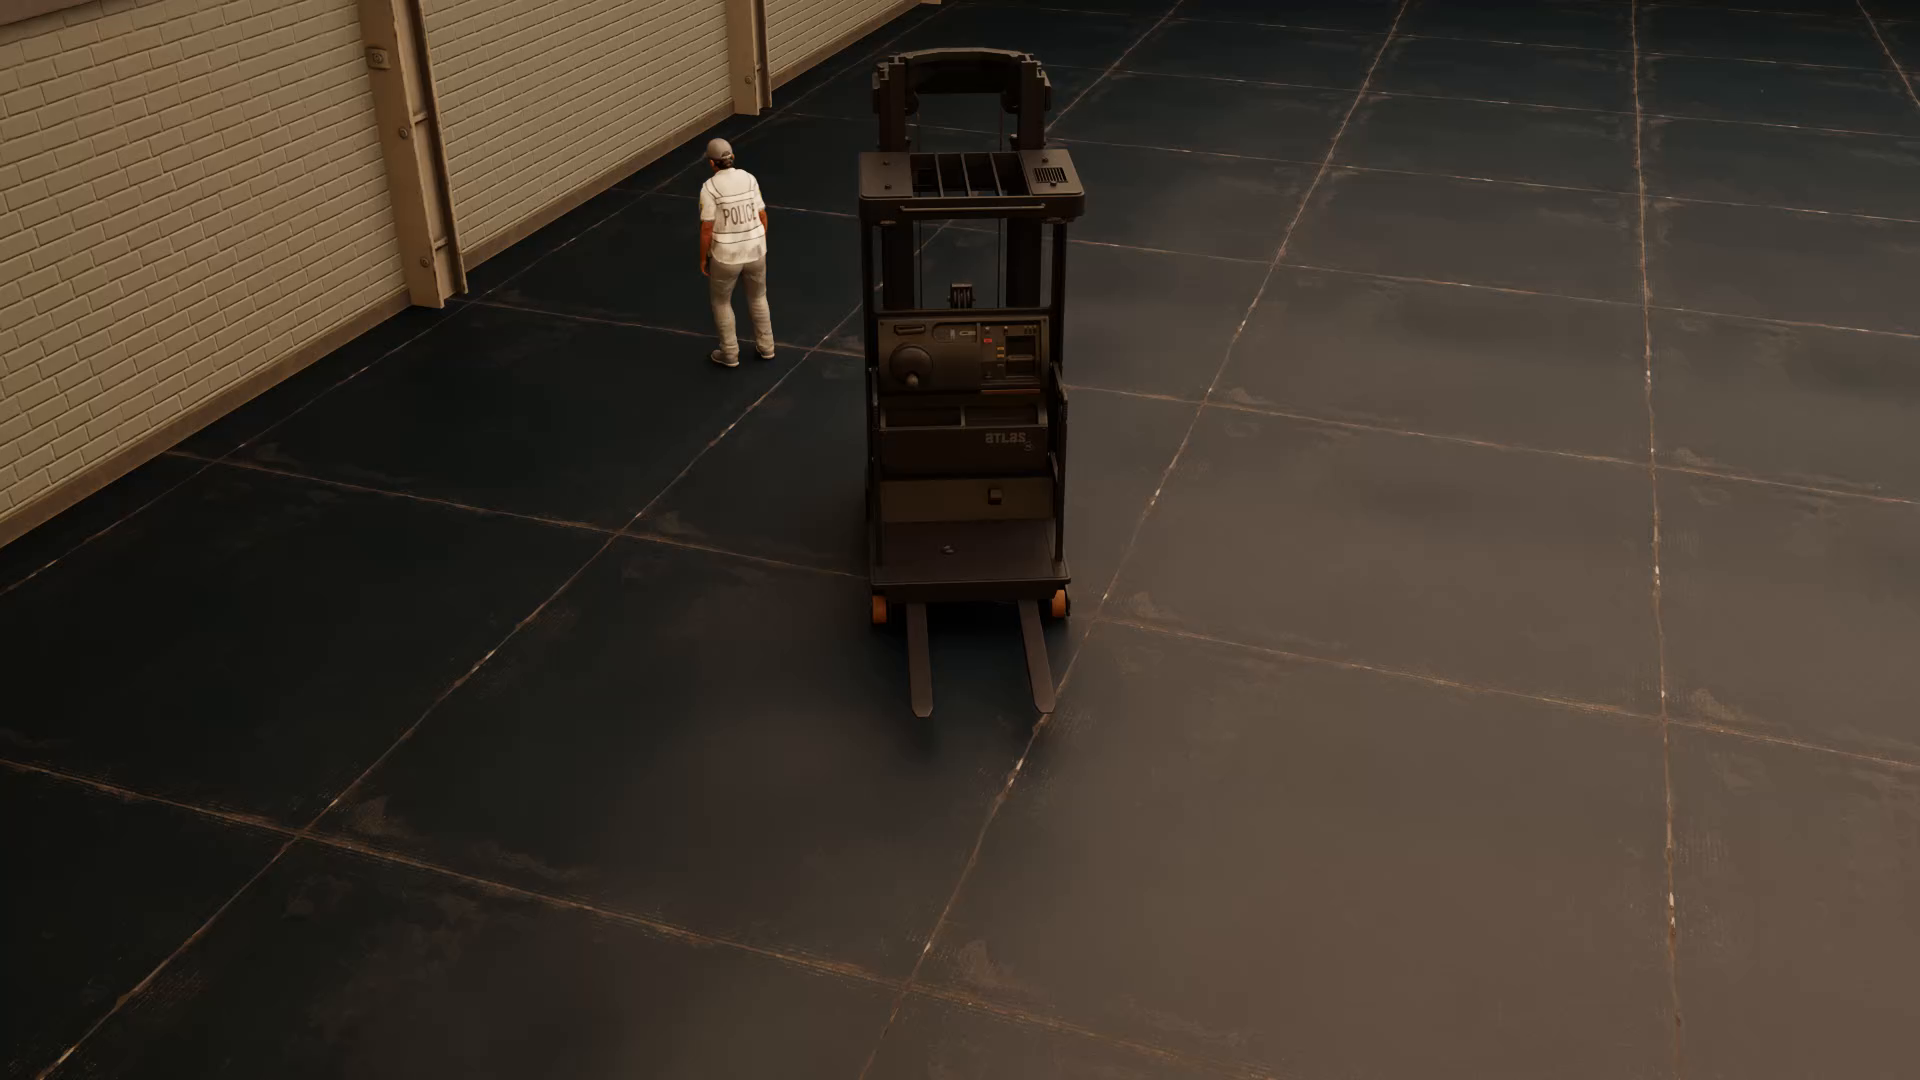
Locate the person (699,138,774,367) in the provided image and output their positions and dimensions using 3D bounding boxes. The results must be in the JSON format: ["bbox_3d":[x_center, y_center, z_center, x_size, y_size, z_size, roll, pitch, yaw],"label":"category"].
[{"bbox_3d":[-1.633,-2.082,12.069,0.564,1.666,0.468,-18,34,-28],"label":"person"}]

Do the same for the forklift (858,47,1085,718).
[{"bbox_3d":[0.035,-0.972,8.842,1.130,2.935,3.031,-2,30,-3],"label":"forklift"}]
